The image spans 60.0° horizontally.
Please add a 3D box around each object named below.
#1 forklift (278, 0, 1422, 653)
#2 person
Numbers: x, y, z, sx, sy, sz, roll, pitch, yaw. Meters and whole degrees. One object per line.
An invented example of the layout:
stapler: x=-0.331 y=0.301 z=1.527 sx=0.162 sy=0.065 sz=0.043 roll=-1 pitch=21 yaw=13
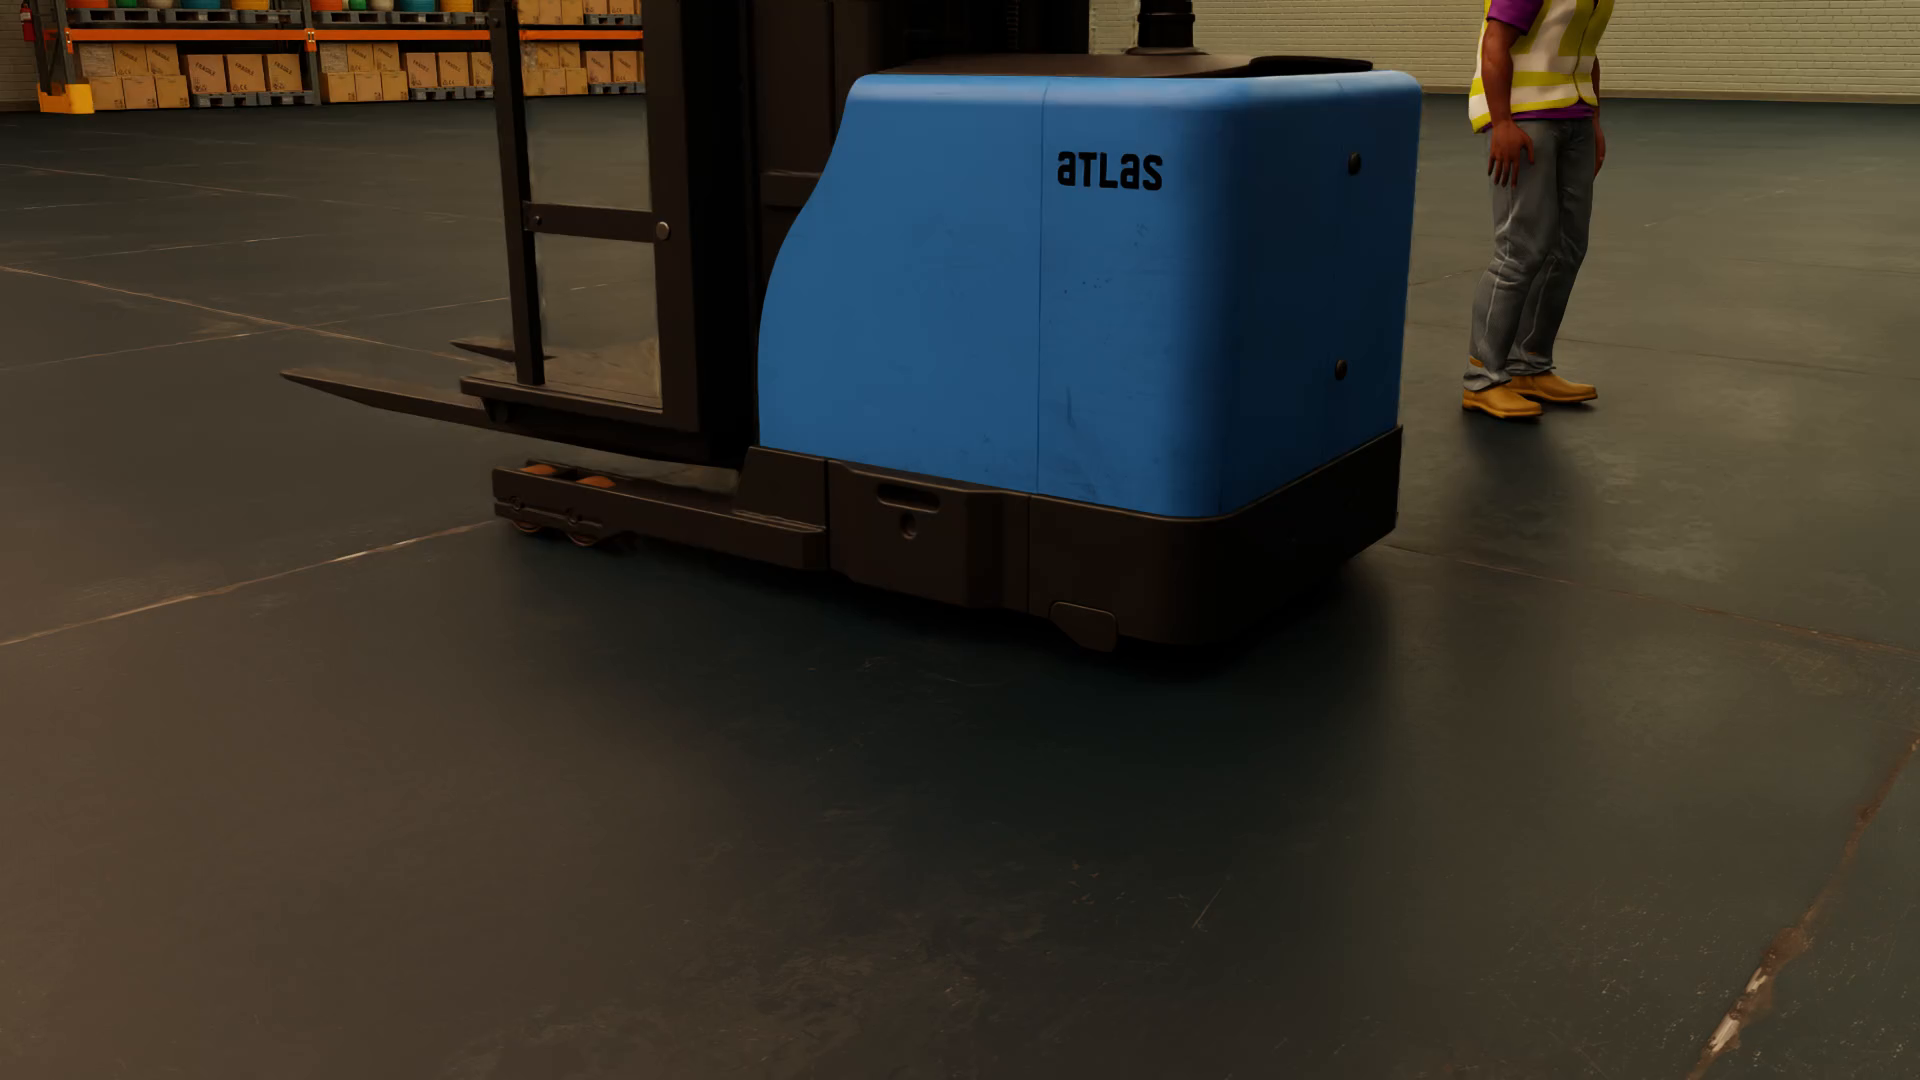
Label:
forklift: x=-0.511 y=-1.500 z=3.839 sx=3.031 sy=2.935 sz=1.130 roll=11 pitch=20 yaw=33
person: x=1.826 y=-1.281 z=5.138 sx=0.630 sy=1.759 sz=0.462 roll=-15 pitch=23 yaw=-41
